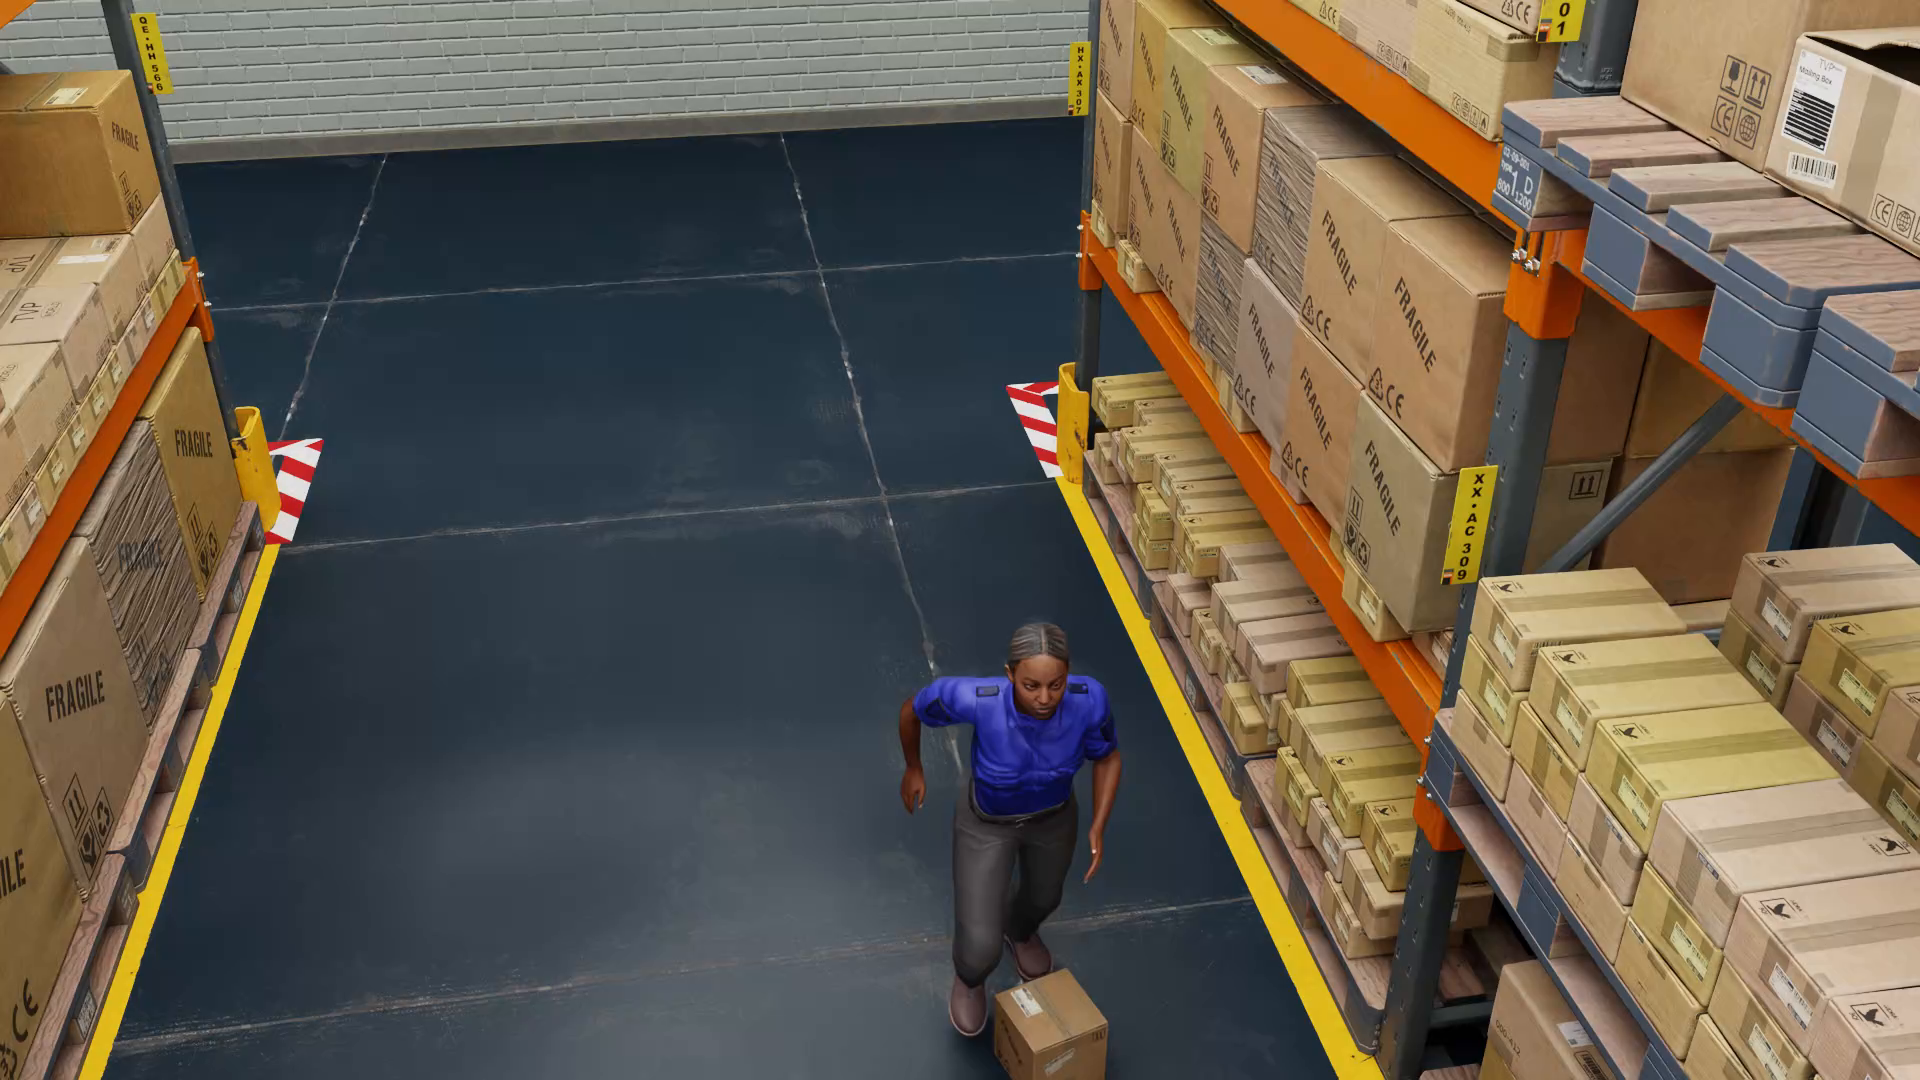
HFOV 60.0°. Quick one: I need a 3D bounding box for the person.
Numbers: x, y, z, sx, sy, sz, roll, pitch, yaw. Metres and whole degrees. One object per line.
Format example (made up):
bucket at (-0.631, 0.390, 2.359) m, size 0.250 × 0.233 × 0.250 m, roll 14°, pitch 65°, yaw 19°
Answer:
person at (0.146, 0.836, 4.812) m, size 0.573 × 1.572 × 0.796 m, roll -8°, pitch 32°, yaw -13°
